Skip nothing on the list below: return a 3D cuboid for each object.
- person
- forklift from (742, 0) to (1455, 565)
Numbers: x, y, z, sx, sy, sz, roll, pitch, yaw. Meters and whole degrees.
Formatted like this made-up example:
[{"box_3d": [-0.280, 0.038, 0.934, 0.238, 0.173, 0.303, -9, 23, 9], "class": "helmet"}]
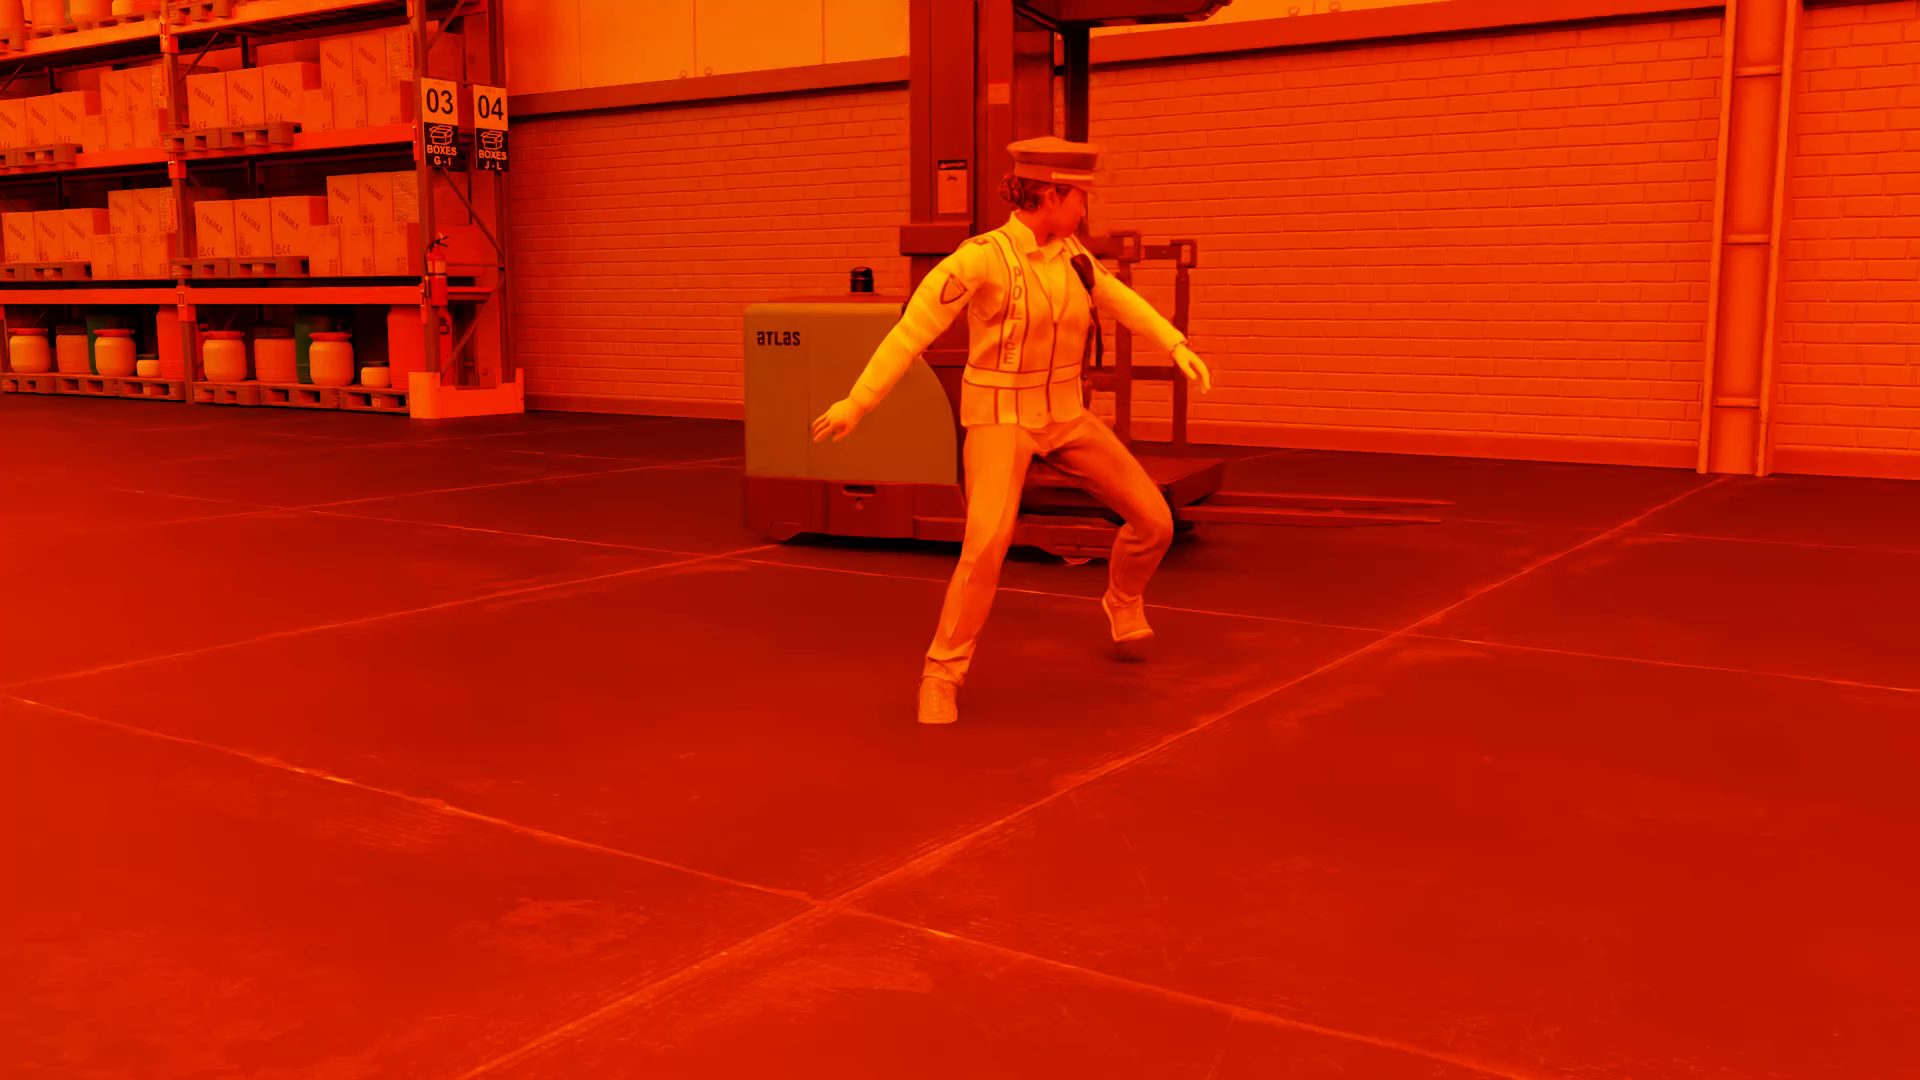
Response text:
[{"box_3d": [0.171, -0.292, 4.562, 1.100, 1.579, 0.526, -5, 10, -32], "class": "person"}, {"box_3d": [0.591, -1.422, 7.193, 3.031, 2.935, 1.130, 3, 9, 21], "class": "forklift"}]
